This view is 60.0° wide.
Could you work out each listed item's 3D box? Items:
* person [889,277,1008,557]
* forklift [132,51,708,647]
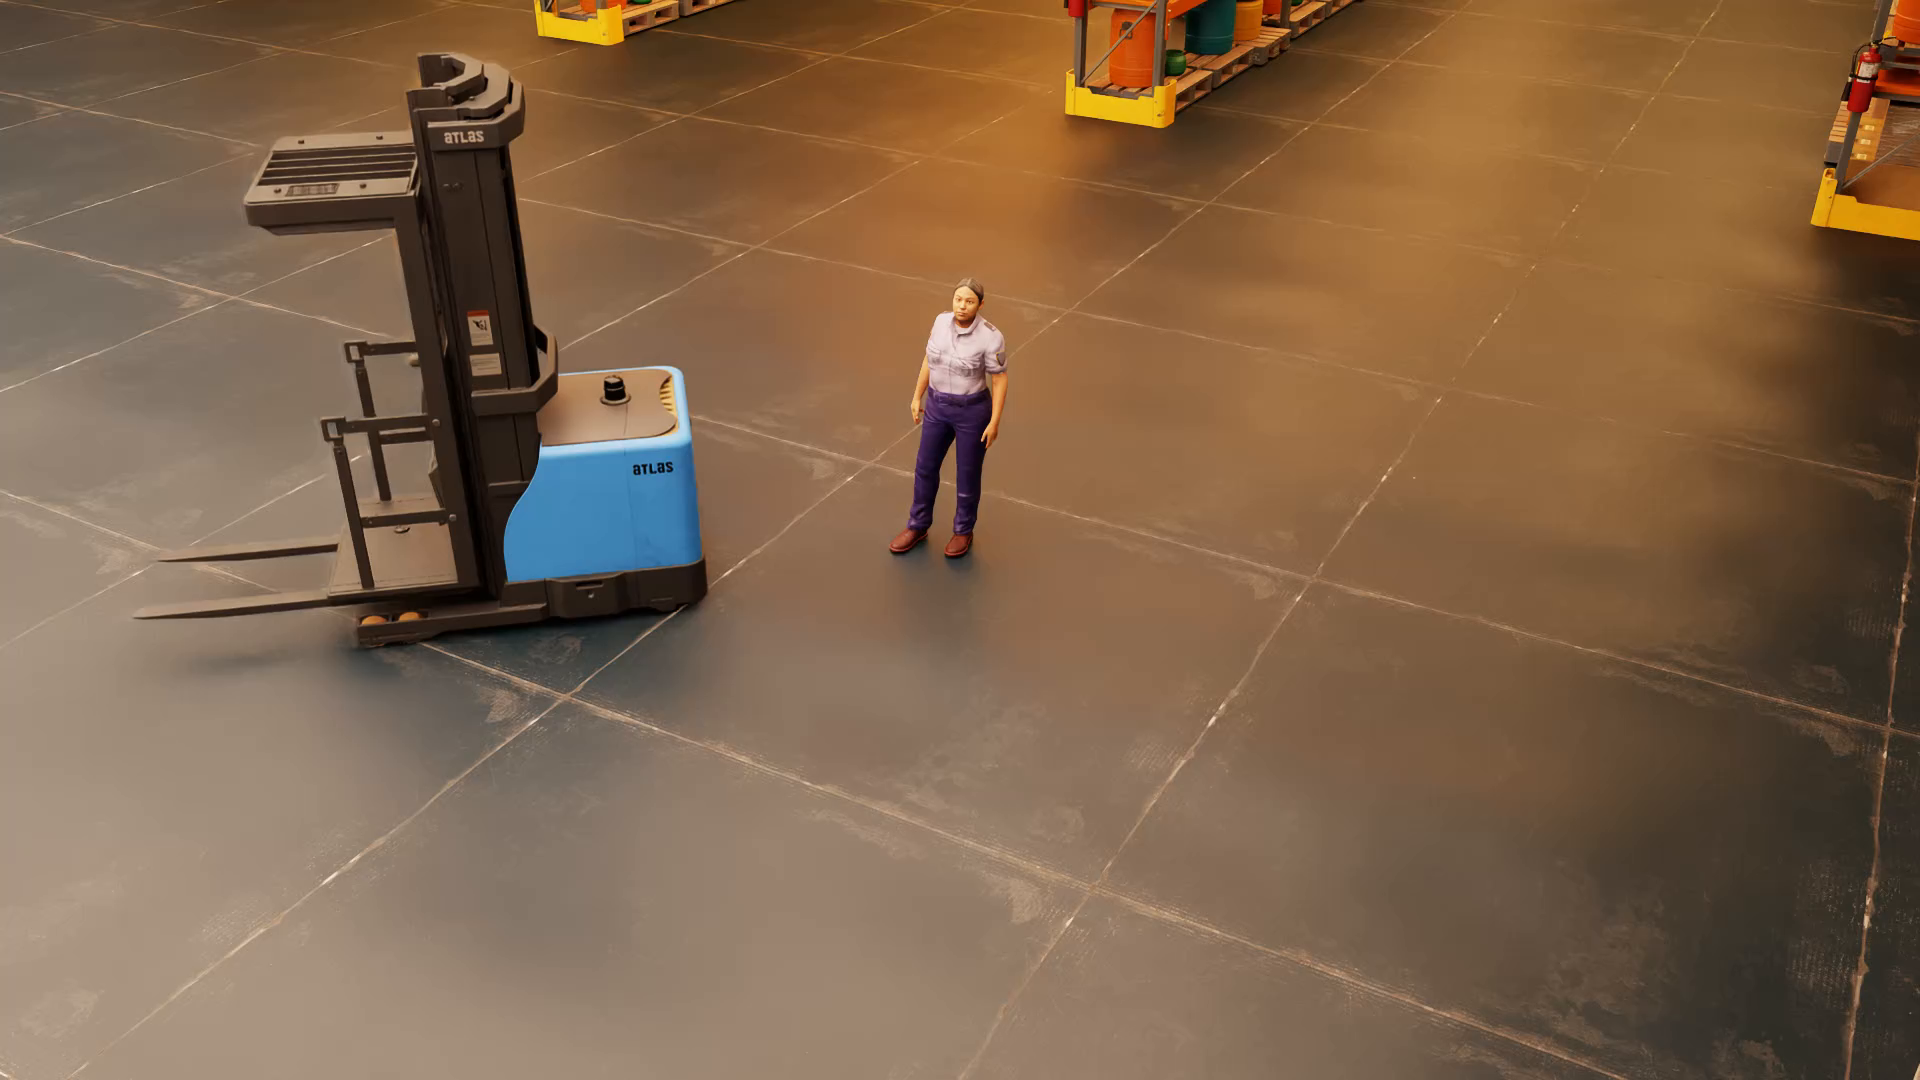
[{"bbox_3d":[-0.064,-0.685,9.529,0.598,1.651,0.502,15,33,25],"label":"person"},{"bbox_3d":[-2.987,-0.977,8.764,3.031,2.935,1.130,-6,30,-10],"label":"forklift"}]
